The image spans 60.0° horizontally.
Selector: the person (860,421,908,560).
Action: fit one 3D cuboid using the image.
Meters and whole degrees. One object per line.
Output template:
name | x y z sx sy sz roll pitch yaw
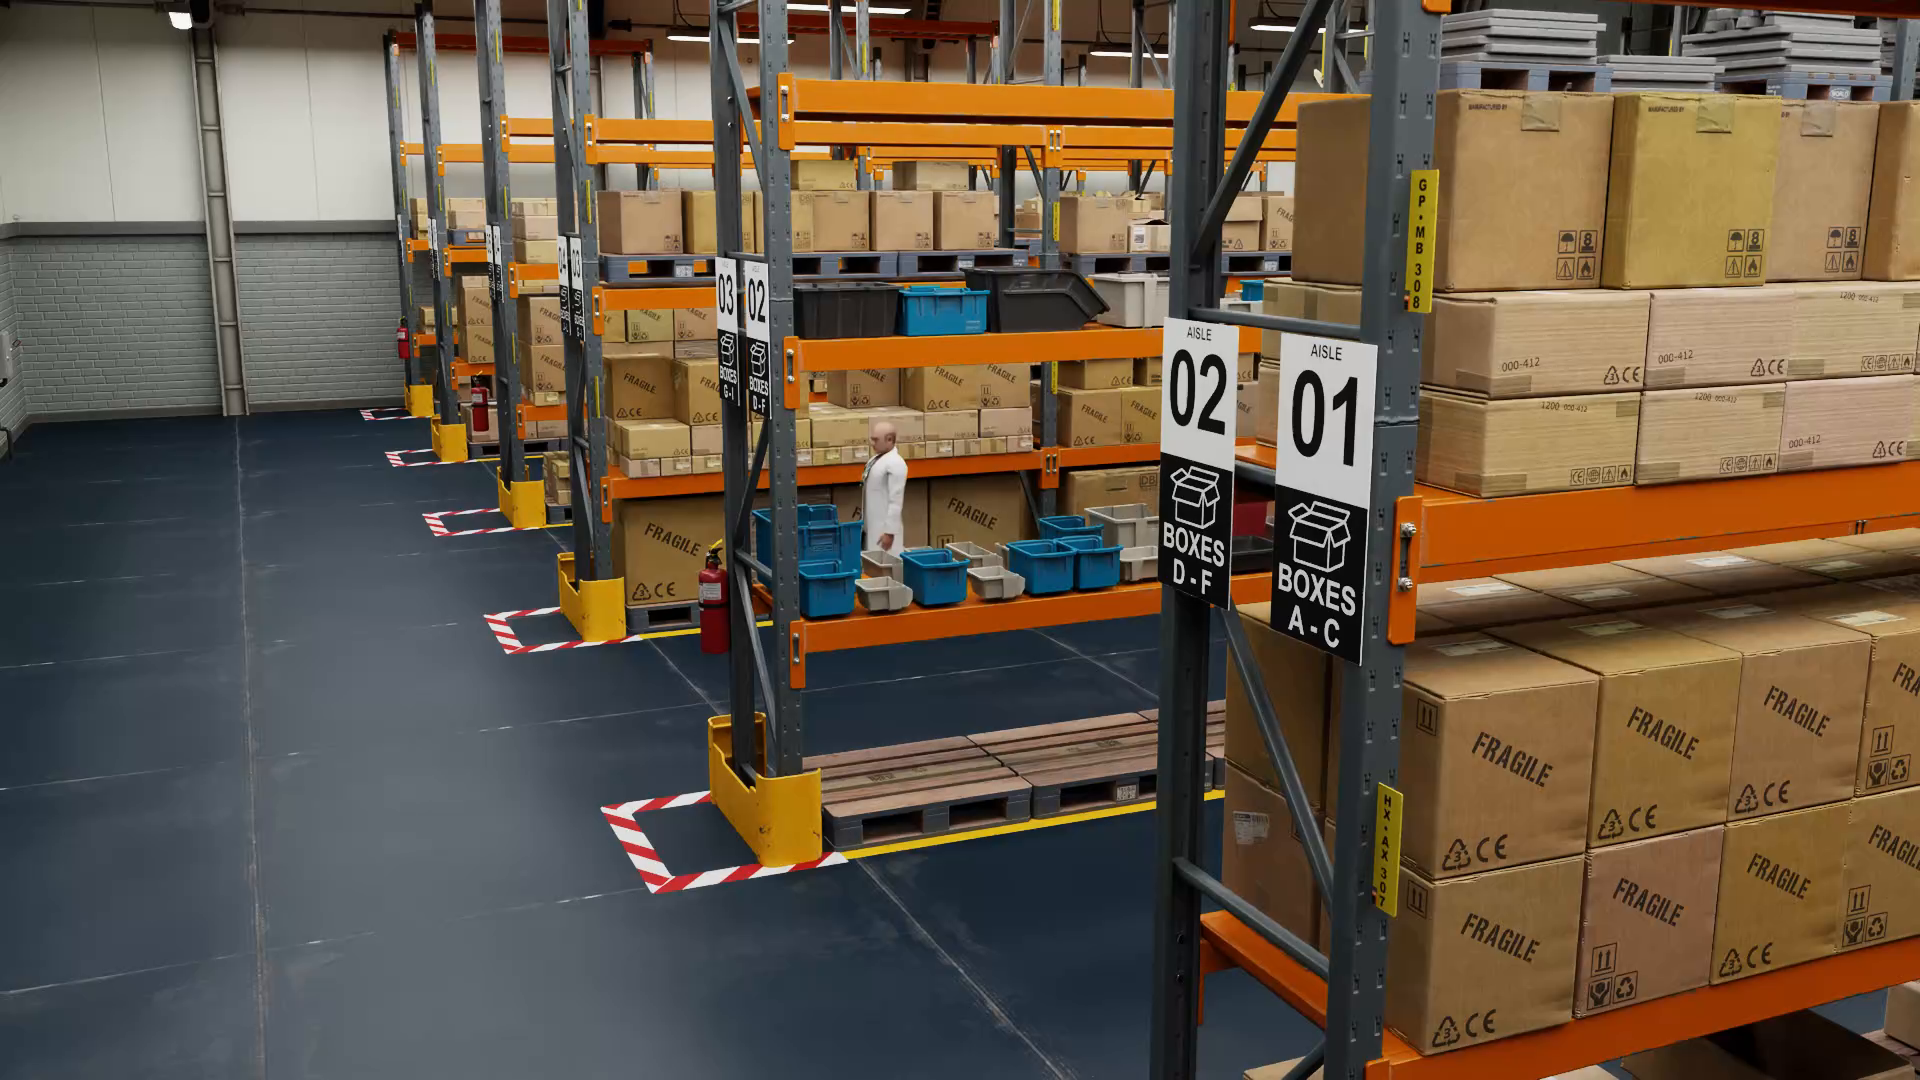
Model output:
person | -0.626 -0.067 13.352 0.384 1.783 0.562 -5 13 -22
